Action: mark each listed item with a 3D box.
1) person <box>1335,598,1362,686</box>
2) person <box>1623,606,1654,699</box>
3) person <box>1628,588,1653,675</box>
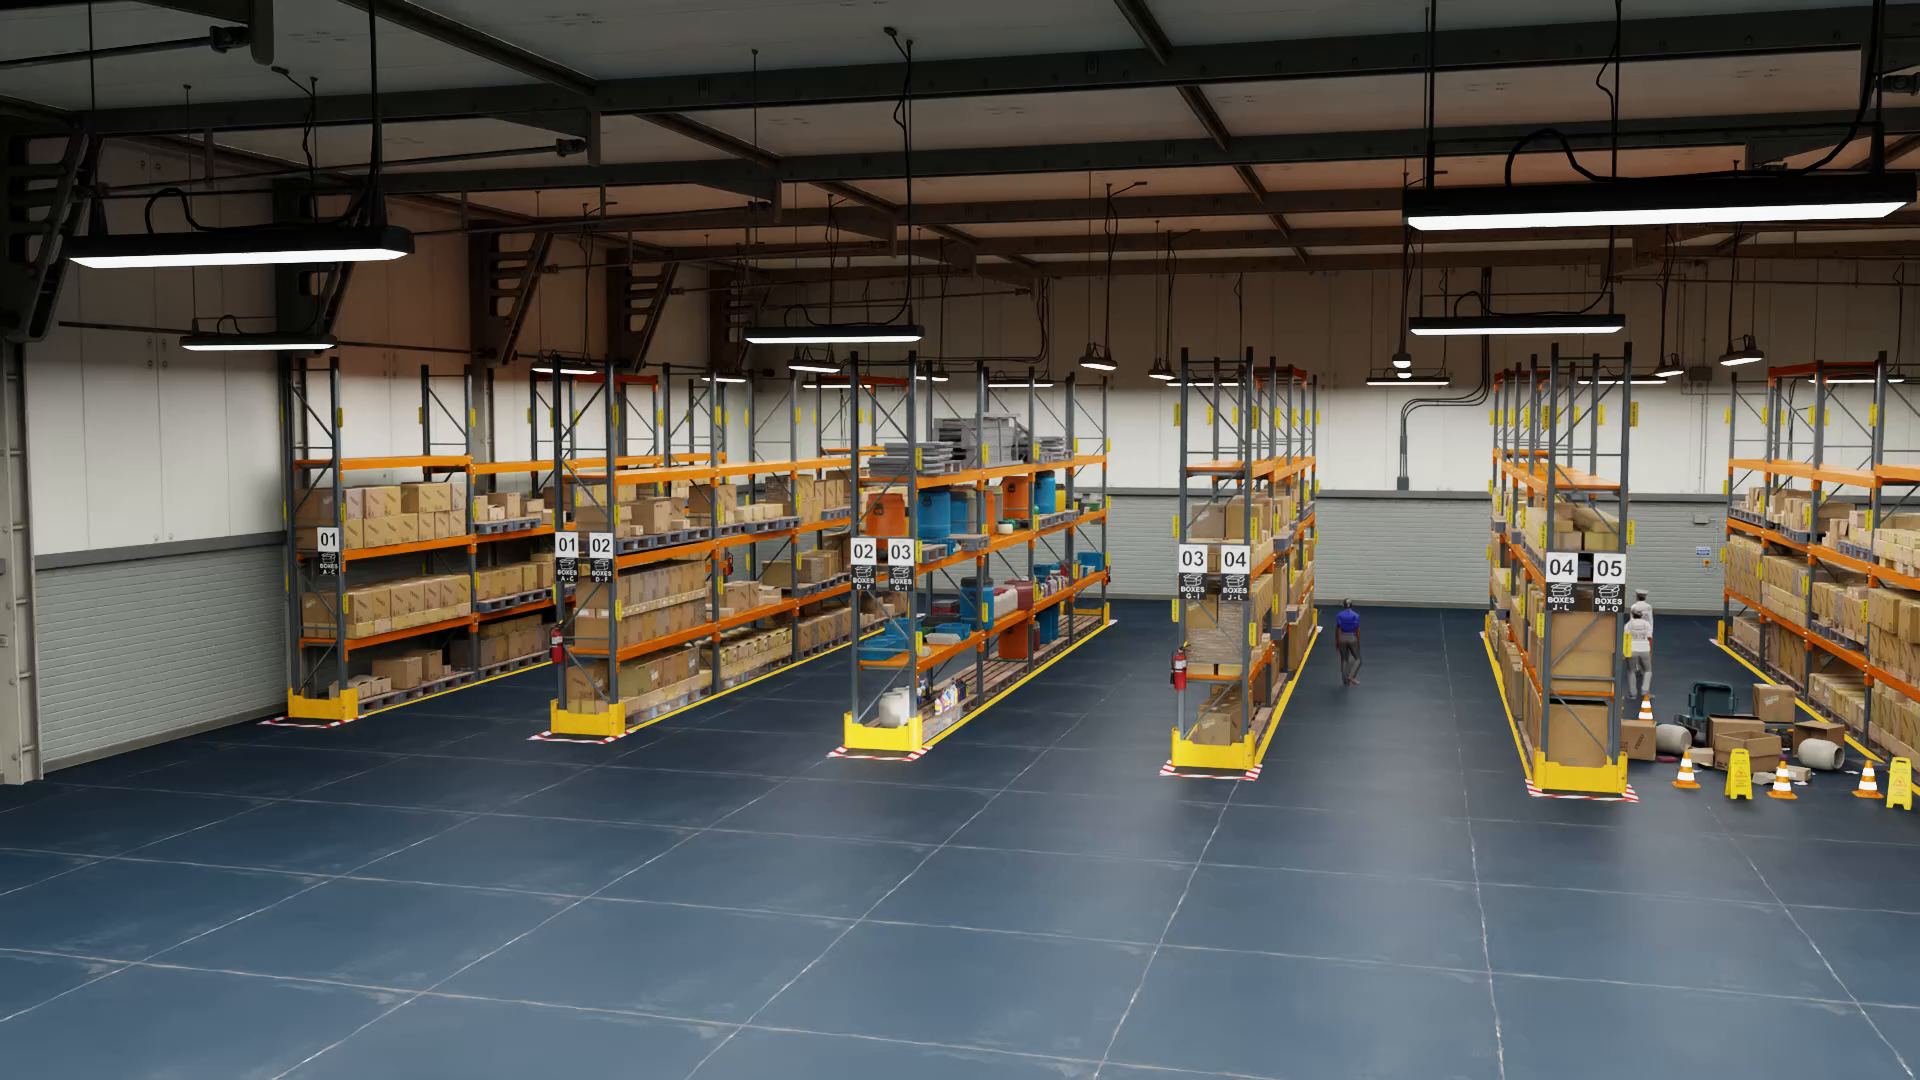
[{"bbox_3d":[7.236,1.910,30.955,0.493,1.656,0.495,2,5,26],"label":"person"},{"bbox_3d":[12.043,2.015,29.503,0.537,1.660,0.522,1,4,15],"label":"person"},{"bbox_3d":[13.224,1.805,32.332,0.513,1.703,0.367,-1,4,-12],"label":"person"}]
